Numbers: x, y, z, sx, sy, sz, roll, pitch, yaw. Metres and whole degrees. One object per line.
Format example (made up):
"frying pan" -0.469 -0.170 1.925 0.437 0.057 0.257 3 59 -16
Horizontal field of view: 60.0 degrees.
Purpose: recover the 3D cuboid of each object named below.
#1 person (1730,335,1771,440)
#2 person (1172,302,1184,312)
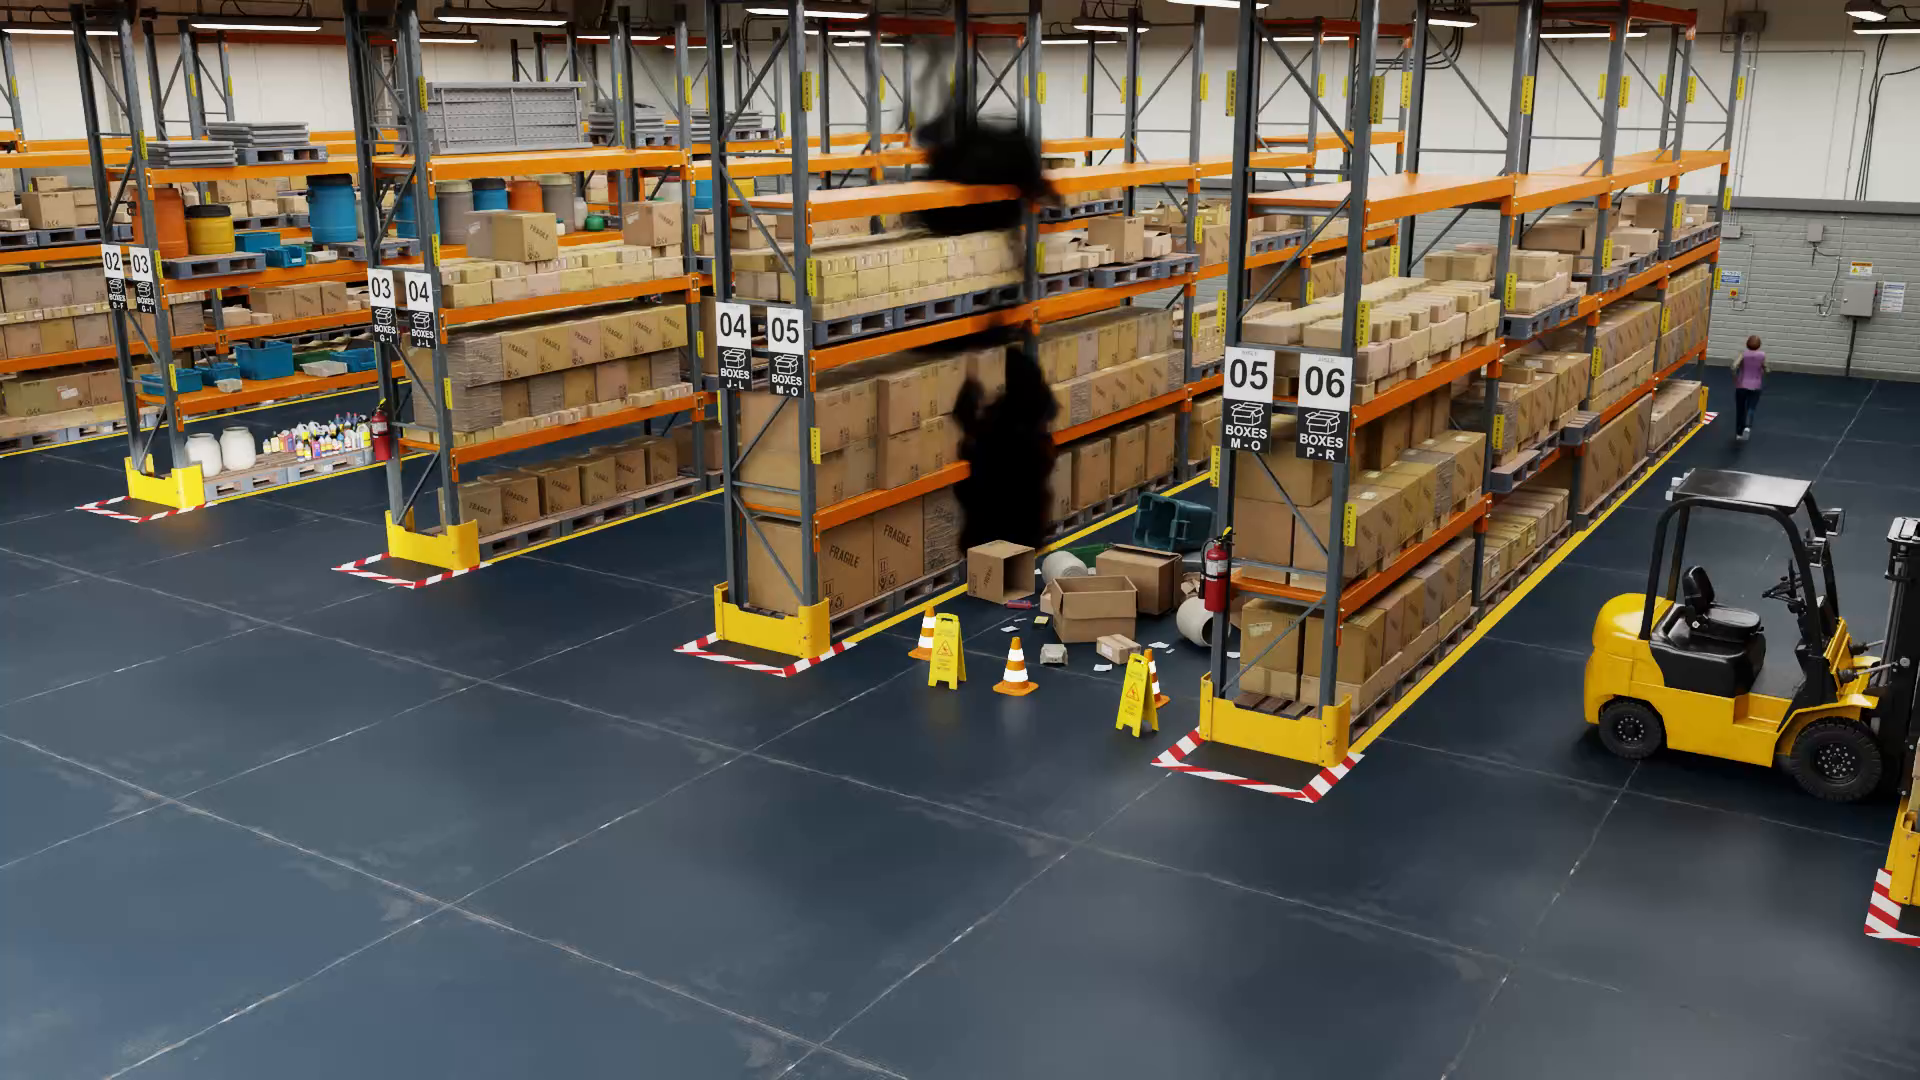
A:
"person" 11.378 -2.169 24.011 0.540 1.593 0.872 7 17 23
"person" 3.469 -2.893 26.507 0.626 1.784 0.736 11 19 35
